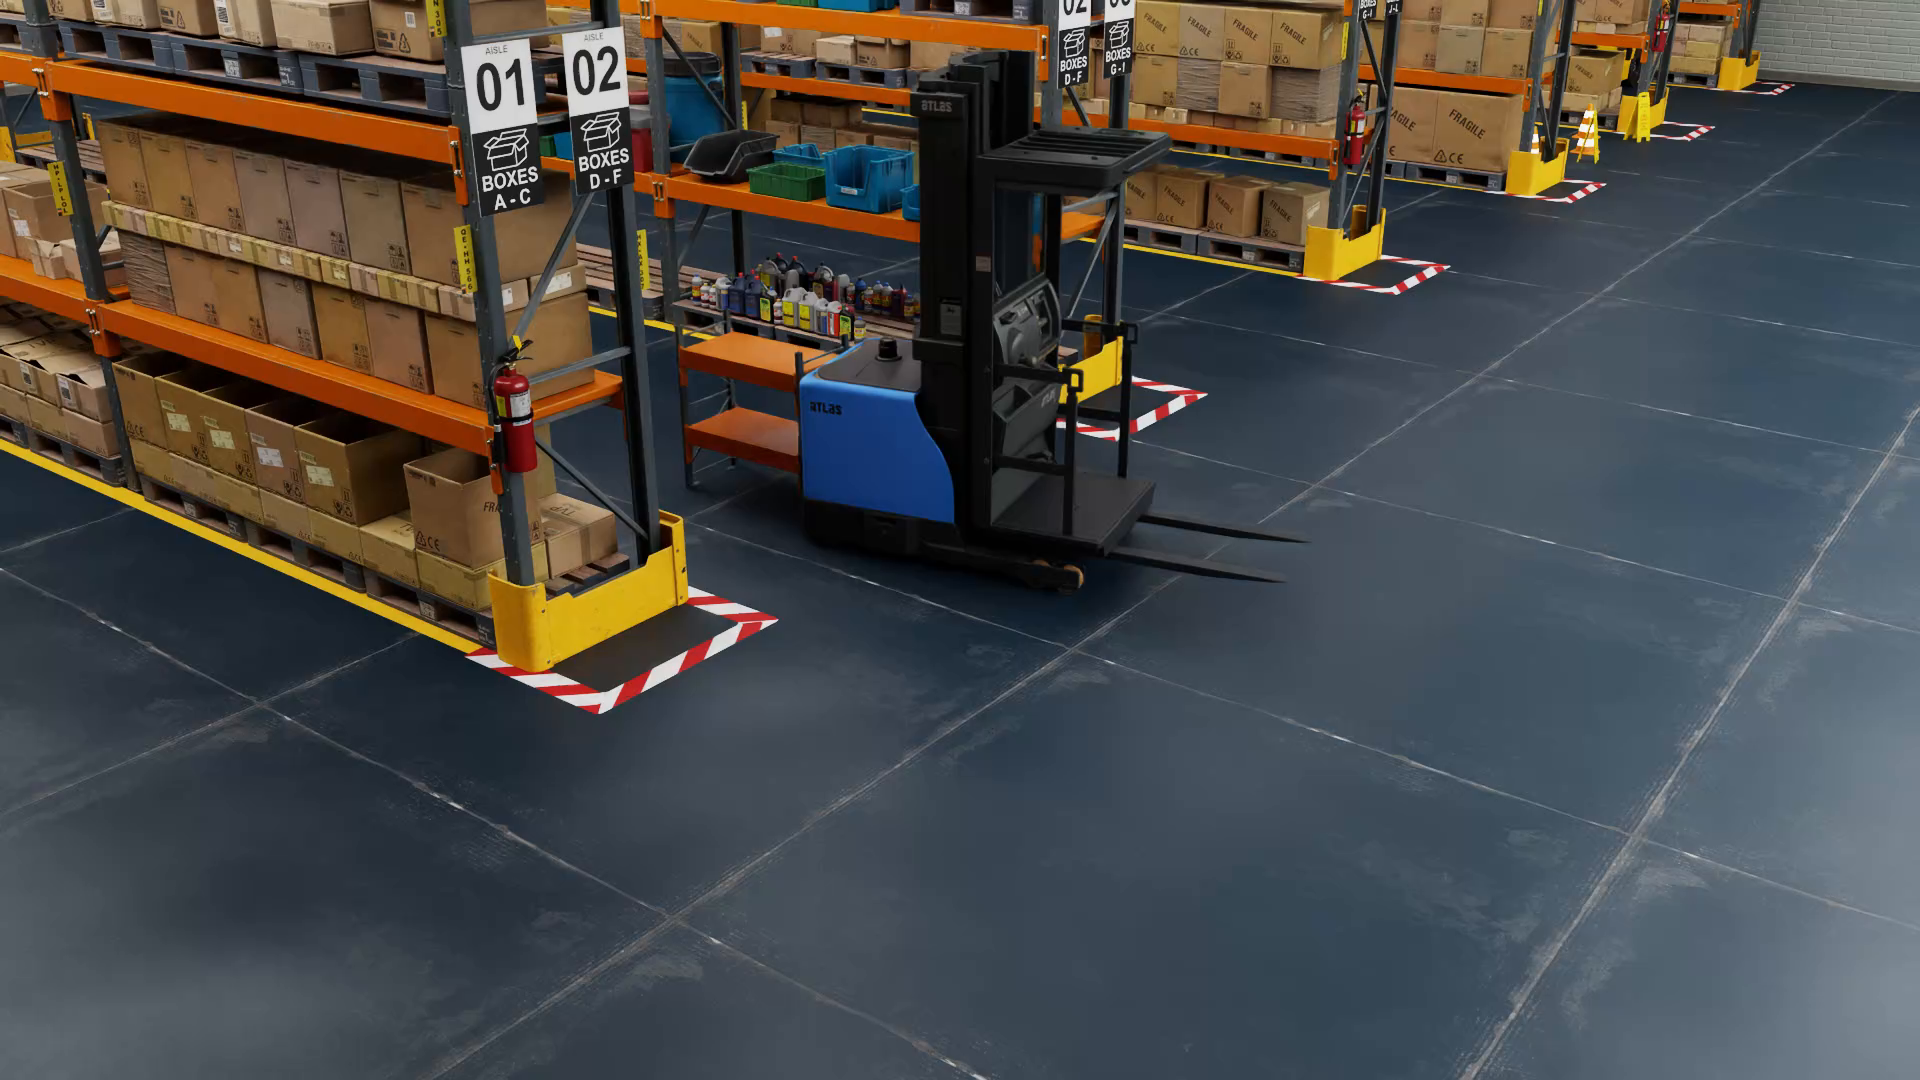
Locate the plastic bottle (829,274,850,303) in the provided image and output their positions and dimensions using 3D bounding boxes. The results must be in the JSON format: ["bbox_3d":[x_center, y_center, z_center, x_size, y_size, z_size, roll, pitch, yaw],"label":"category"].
[{"bbox_3d":[-1.055,-2.184,14.499,0.135,0.276,0.152,17,29,34],"label":"plastic bottle"}]

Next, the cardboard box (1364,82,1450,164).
[{"bbox_3d":[5.656,-5.238,20.712,0.875,0.875,0.875,16,29,32],"label":"cardboard box"}]

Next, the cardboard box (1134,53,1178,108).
[{"bbox_3d":[2.225,-4.753,17.004,0.500,0.500,0.875,17,29,33],"label":"cardboard box"}]

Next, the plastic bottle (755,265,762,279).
[{"bbox_3d":[-1.806,-2.391,15.060,0.097,0.201,0.097,0,24,0],"label":"plastic bottle"}]

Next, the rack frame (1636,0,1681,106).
[{"bbox_3d":[9.832,-7.285,23.243,0.127,3.000,1.000,17,29,33],"label":"rack frame"}]

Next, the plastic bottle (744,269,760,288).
[{"bbox_3d":[-1.800,-2.164,14.359,0.185,0.351,0.144,17,29,33],"label":"plastic bottle"}]

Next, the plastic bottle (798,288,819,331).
[{"bbox_3d":[-1.246,-1.924,13.815,0.185,0.351,0.144,18,30,35],"label":"plastic bottle"}]

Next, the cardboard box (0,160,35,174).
[{"bbox_3d":[-7.105,-2.473,12.196,0.500,0.500,0.500,15,28,31],"label":"cardboard box"}]

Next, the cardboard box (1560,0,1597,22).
[{"bbox_3d":[8.834,-7.632,23.538,0.500,0.500,0.500,17,29,33],"label":"cardboard box"}]

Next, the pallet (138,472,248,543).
[{"bbox_3d":[-4.646,-0.378,11.025,1.213,0.211,1.003,17,29,33],"label":"pallet"}]

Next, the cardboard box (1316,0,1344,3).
[{"bbox_3d":[4.877,-6.823,20.669,0.550,0.550,0.875,17,29,33],"label":"cardboard box"}]

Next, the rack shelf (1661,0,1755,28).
[{"bbox_3d":[11.205,-9.042,28.123,4.000,0.370,1.077,17,29,33],"label":"rack shelf"}]

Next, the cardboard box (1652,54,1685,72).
[{"bbox_3d":[11.848,-7.957,27.656,0.500,0.250,0.500,17,29,33],"label":"cardboard box"}]

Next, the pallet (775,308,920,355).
[{"bbox_3d":[-0.790,-1.710,14.049,1.213,0.211,1.003,17,29,33],"label":"pallet"}]

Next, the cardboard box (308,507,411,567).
[{"bbox_3d":[-3.471,-0.098,9.821,0.500,0.250,0.500,17,29,33],"label":"cardboard box"}]

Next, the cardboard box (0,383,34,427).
[{"bbox_3d":[-6.576,-1.047,11.975,0.500,0.250,0.500,18,29,34],"label":"cardboard box"}]

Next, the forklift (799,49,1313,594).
[{"bbox_3d":[0.580,-1.269,9.674,3.031,2.935,1.130,10,26,22],"label":"forklift"}]

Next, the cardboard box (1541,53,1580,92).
[{"bbox_3d":[8.615,-6.797,24.095,0.500,0.500,0.500,18,30,35],"label":"cardboard box"}]

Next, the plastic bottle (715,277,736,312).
[{"bbox_3d":[-2.016,-2.124,14.362,0.135,0.276,0.152,18,30,35],"label":"plastic bottle"}]

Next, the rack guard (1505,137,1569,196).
[{"bbox_3d":[6.963,-4.514,20.054,0.348,0.500,1.175,17,29,33],"label":"rack guard"}]

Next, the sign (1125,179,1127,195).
[{"bbox_3d":[1.251,-2.793,12.705,0.005,0.325,0.100,17,29,33],"label":"sign"}]

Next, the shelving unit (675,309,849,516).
[{"bbox_3d":[-1.281,-0.837,10.934,1.048,1.125,0.538,16,28,32],"label":"shelving unit"}]

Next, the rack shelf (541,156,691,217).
[{"bbox_3d":[-3.883,-3.612,15.798,4.000,0.370,1.077,17,29,33],"label":"rack shelf"}]

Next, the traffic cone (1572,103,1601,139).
[{"bbox_3d":[8.714,-5.812,23.046,0.334,0.463,0.336,17,29,33],"label":"traffic cone"}]

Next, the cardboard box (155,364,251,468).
[{"bbox_3d":[-4.669,-0.806,10.496,0.500,0.500,0.500,17,29,33],"label":"cardboard box"}]

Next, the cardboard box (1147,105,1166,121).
[{"bbox_3d":[2.115,-4.387,16.977,0.250,0.149,0.380,17,29,33],"label":"cardboard box"}]

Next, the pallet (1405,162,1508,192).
[{"bbox_3d":[6.257,-4.556,20.507,1.213,0.211,1.003,17,29,33],"label":"pallet"}]

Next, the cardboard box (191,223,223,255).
[{"bbox_3d":[-4.340,-1.828,9.930,0.250,0.149,0.380,16,28,32],"label":"cardboard box"}]

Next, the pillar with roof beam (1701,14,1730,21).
[{"bbox_3d":[10.207,-10.703,23.560,0.400,9.000,9.100,17,29,33],"label":"pillar with roof beam"}]

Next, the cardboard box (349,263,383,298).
[{"bbox_3d":[-3.091,-1.452,9.077,0.250,0.149,0.380,17,29,34],"label":"cardboard box"}]

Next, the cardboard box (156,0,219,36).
[{"bbox_3d":[-4.015,-3.097,9.195,0.637,0.503,0.797,21,31,39],"label":"cardboard box"}]

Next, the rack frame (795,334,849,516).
[{"bbox_3d":[-0.865,-0.719,10.666,0.032,1.125,0.500,16,28,32],"label":"rack frame"}]

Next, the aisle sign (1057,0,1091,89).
[{"bbox_3d":[0.797,-3.566,11.579,0.004,0.787,0.394,17,29,33],"label":"aisle sign"}]

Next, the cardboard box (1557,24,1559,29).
[{"bbox_3d":[8.598,-7.446,23.920,0.250,0.149,0.380,17,29,34],"label":"cardboard box"}]

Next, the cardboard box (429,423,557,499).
[{"bbox_3d":[-2.753,-0.492,9.784,0.500,0.500,0.500,17,29,33],"label":"cardboard box"}]

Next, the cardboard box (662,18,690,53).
[{"bbox_3d":[-3.452,-6.230,20.725,0.500,0.500,0.500,17,29,33],"label":"cardboard box"}]

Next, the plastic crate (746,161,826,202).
[{"bbox_3d":[-1.366,-2.941,13.646,0.662,0.188,0.450,17,29,33],"label":"plastic crate"}]

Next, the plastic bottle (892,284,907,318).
[{"bbox_3d":[-0.516,-2.048,14.180,0.133,0.283,0.061,17,29,34],"label":"plastic bottle"}]

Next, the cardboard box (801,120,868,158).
[{"bbox_3d":[-1.514,-4.794,20.145,0.500,0.500,0.700,14,27,29],"label":"cardboard box"}]

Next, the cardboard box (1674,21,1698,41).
[{"bbox_3d":[11.838,-8.411,27.449,0.500,0.250,0.500,17,29,34],"label":"cardboard box"}]

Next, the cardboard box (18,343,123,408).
[{"bbox_3d":[-6.173,-1.180,11.580,0.500,0.311,0.500,18,29,35],"label":"cardboard box"}]

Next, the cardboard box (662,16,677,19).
[{"bbox_3d":[-3.608,-6.868,20.928,0.637,0.503,0.797,18,29,34],"label":"cardboard box"}]

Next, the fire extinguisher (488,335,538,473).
[{"bbox_3d":[-2.240,-0.679,8.345,0.183,0.674,0.296,17,29,33],"label":"fire extinguisher"}]

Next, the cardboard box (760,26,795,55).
[{"bbox_3d":[-2.057,-6.143,20.006,0.500,0.500,0.500,13,27,27],"label":"cardboard box"}]

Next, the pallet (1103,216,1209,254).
[{"bbox_3d":[2.227,-3.333,17.732,1.213,0.211,1.003,17,29,33],"label":"pallet"}]

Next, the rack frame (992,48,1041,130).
[{"bbox_3d":[0.687,-5.055,18.182,0.127,3.000,1.000,17,29,33],"label":"rack frame"}]

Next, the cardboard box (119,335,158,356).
[{"bbox_3d":[-5.835,-1.354,11.975,0.500,0.311,0.500,16,29,33],"label":"cardboard box"}]

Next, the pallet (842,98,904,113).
[{"bbox_3d":[-1.054,-6.807,25.616,1.213,0.211,1.003,17,29,33],"label":"pallet"}]

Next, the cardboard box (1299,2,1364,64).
[{"bbox_3d":[3.612,-4.948,16.206,0.500,0.500,0.500,17,29,33],"label":"cardboard box"}]

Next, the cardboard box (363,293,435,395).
[{"bbox_3d":[-2.845,-1.181,9.265,0.500,0.500,0.700,18,29,35],"label":"cardboard box"}]

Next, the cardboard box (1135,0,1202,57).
[{"bbox_3d":[2.103,-5.145,16.653,0.500,0.500,0.500,17,29,33],"label":"cardboard box"}]

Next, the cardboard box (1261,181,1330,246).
[{"bbox_3d":[3.399,-3.293,16.761,0.500,0.500,0.500,-20,31,-38],"label":"cardboard box"}]

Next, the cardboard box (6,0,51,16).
[{"bbox_3d":[-5.744,-3.508,10.616,0.500,0.250,0.500,21,31,39],"label":"cardboard box"}]

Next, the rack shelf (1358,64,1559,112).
[{"bbox_3d":[5.343,-5.818,20.806,4.000,0.370,1.077,17,29,33],"label":"rack shelf"}]

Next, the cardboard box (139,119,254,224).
[{"bbox_3d":[-4.493,-2.272,10.133,0.500,0.500,0.700,17,29,33],"label":"cardboard box"}]

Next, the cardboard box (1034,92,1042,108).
[{"bbox_3d":[0.871,-4.727,17.748,0.250,0.149,0.380,17,29,33],"label":"cardboard box"}]

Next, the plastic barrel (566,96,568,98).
[{"bbox_3d":[-3.504,-3.999,15.616,0.433,0.535,0.433,0,24,0],"label":"plastic barrel"}]

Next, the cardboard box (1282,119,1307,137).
[{"bbox_3d":[3.337,-4.036,16.180,0.250,0.149,0.380,17,29,33],"label":"cardboard box"}]

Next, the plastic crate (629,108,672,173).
[{"bbox_3d":[-2.854,-3.505,14.584,0.583,0.464,0.402,17,29,33],"label":"plastic crate"}]
